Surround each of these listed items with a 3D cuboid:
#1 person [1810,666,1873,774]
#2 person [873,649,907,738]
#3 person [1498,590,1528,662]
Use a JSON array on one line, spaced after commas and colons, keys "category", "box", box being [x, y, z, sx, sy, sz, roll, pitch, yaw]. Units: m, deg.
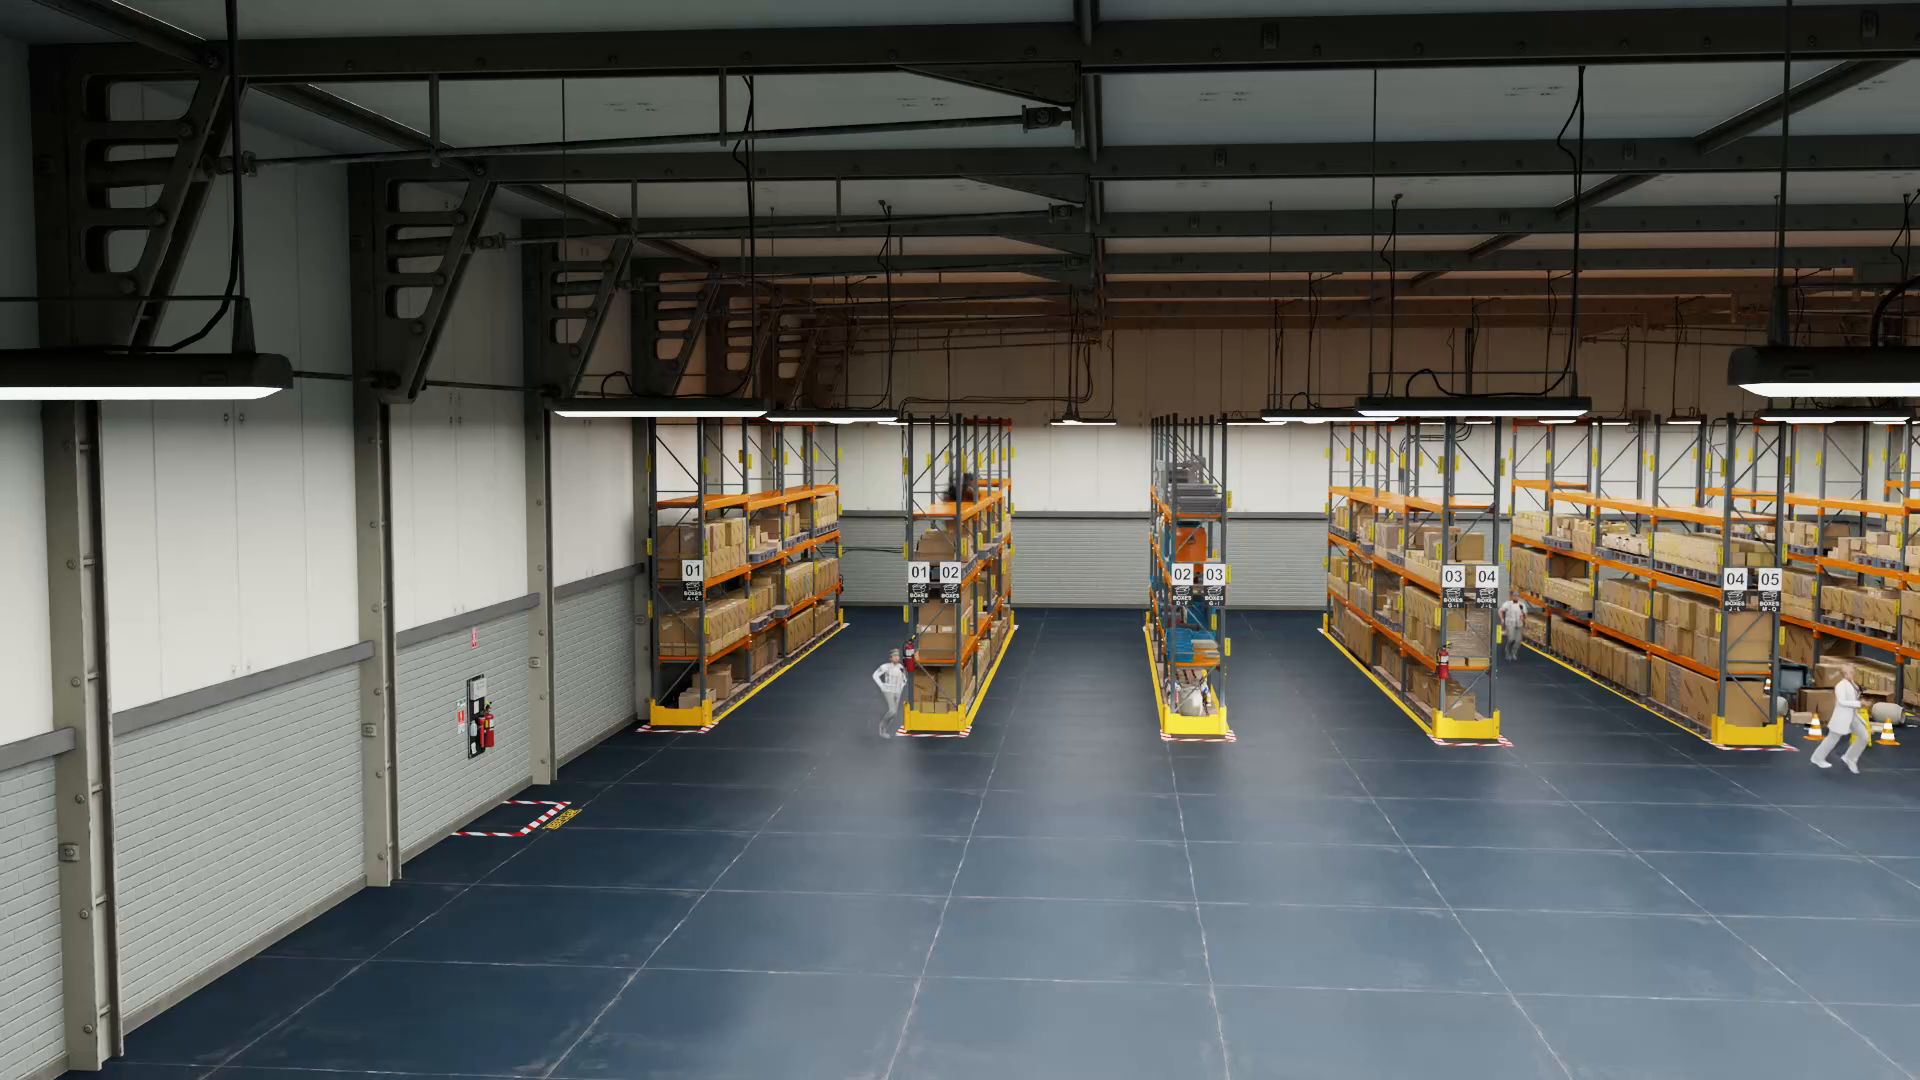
[{"category": "person", "box": [14.712, 2.977, 27.654, 0.728, 1.804, 0.960, -3, 5, -34]}, {"category": "person", "box": [-1.243, 2.827, 30.652, 0.627, 1.654, 0.544, -3, 5, -34]}, {"category": "person", "box": [13.590, 2.103, 40.737, 0.646, 1.774, 0.677, 0, 4, 2]}]
